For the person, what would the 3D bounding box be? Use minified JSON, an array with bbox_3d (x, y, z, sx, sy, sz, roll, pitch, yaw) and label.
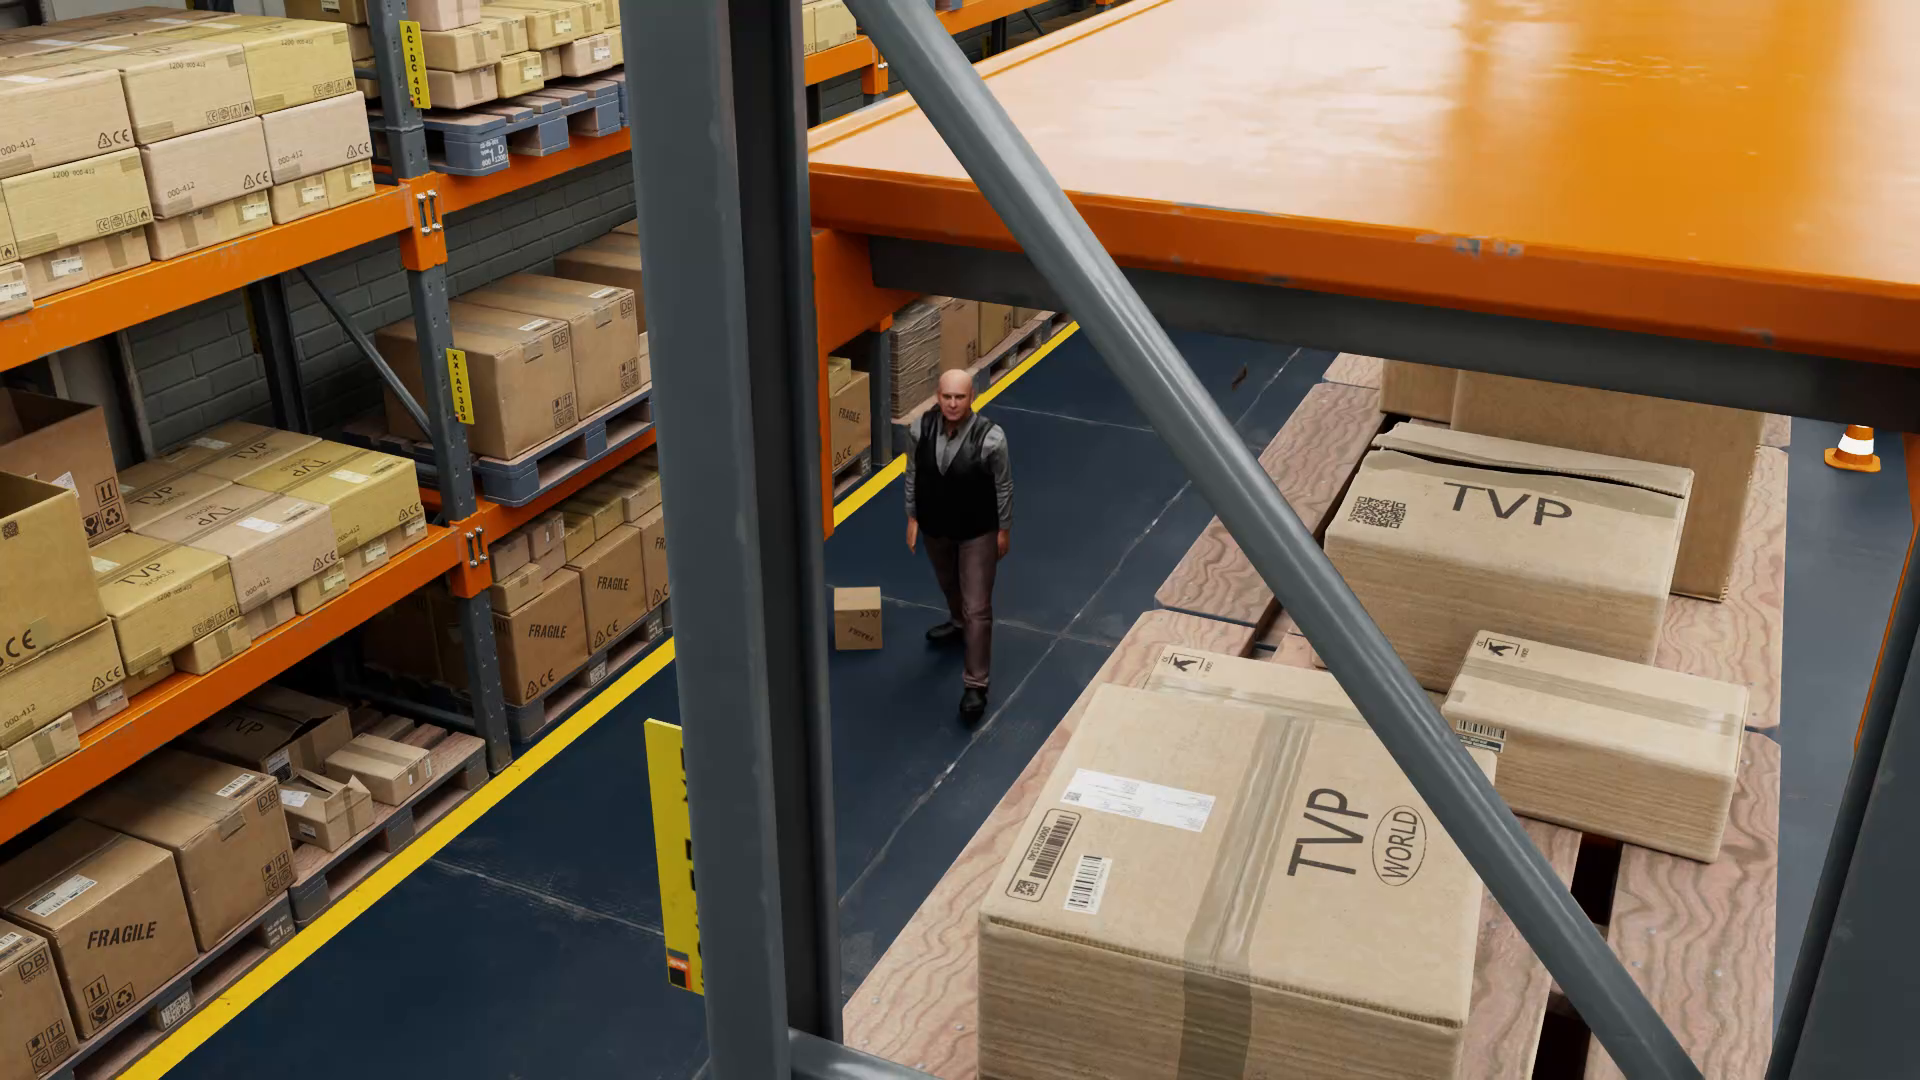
[{"bbox_3d":[-0.008,-0.009,8.266,0.621,1.598,0.900,12,29,24],"label":"person"}]
